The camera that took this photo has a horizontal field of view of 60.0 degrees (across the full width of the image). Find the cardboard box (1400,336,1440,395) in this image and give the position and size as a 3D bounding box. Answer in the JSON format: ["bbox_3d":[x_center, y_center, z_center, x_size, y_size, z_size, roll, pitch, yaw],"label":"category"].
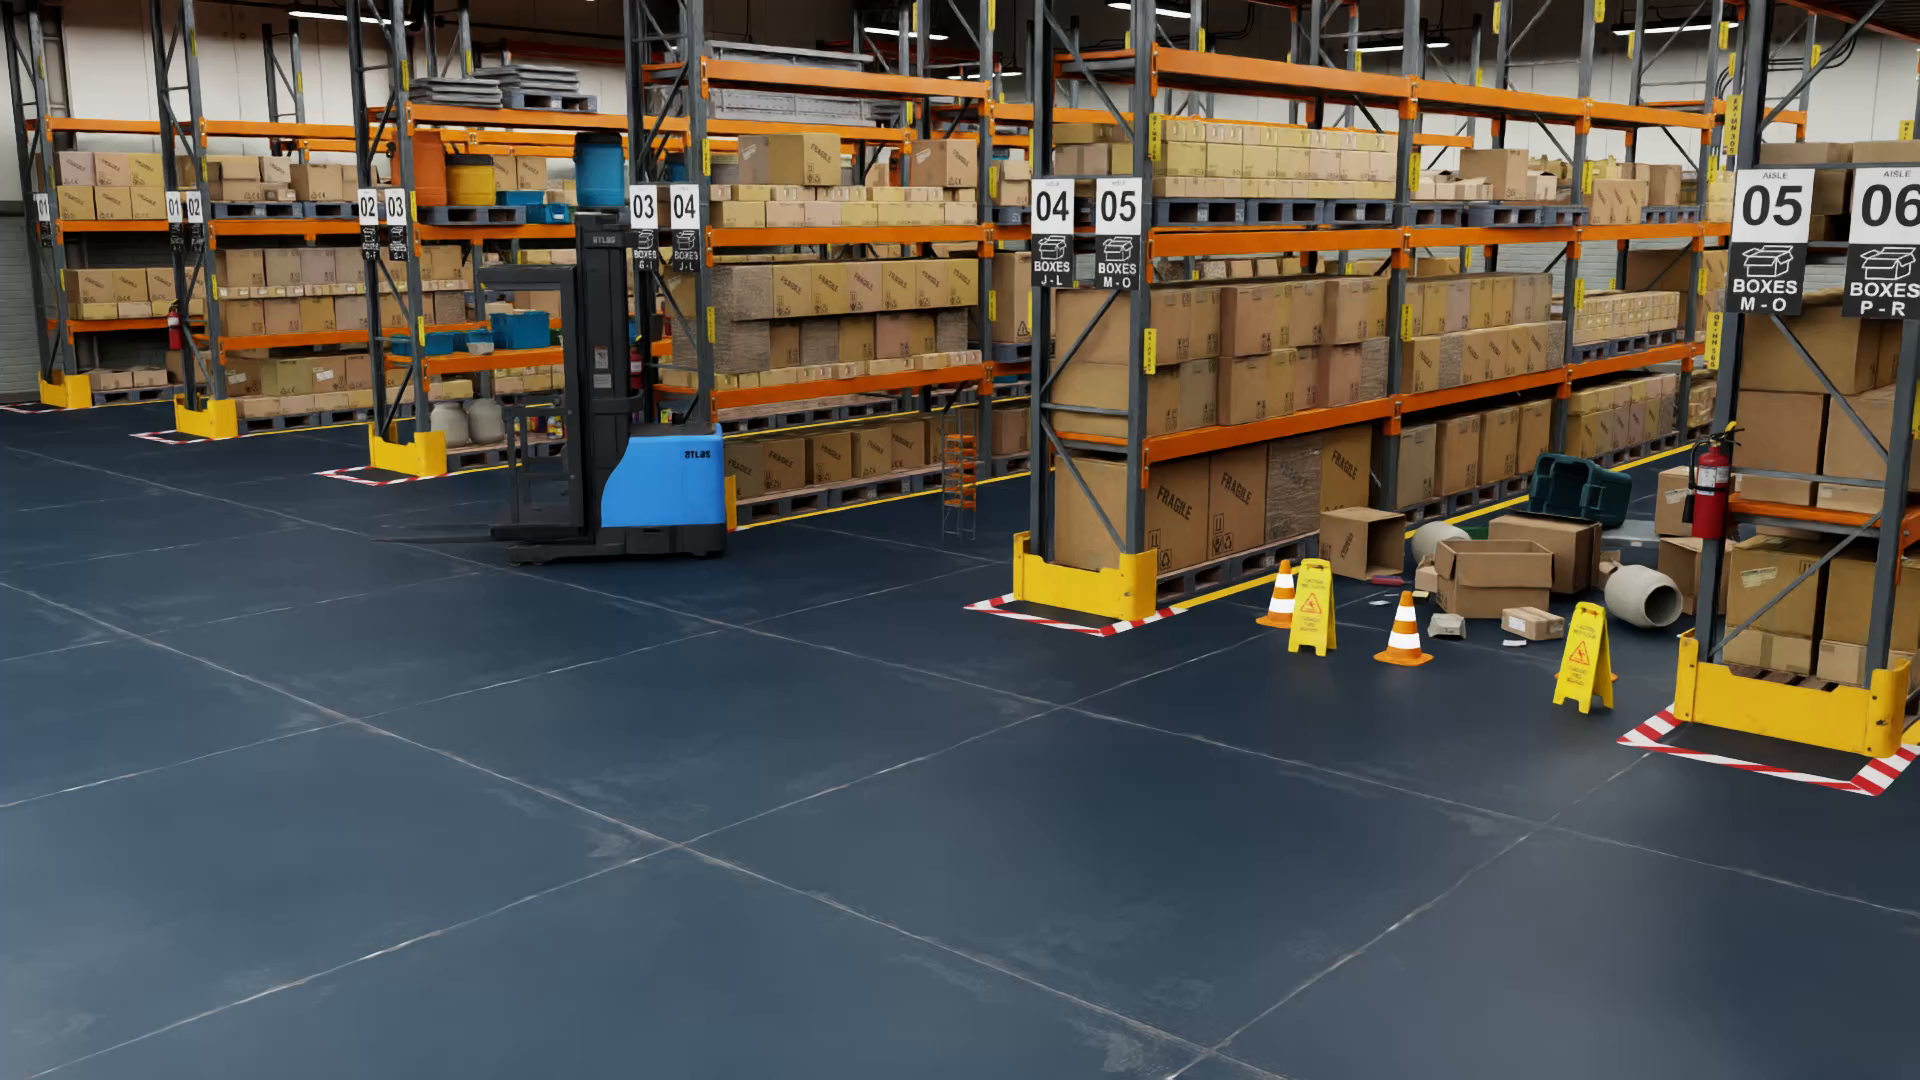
[{"bbox_3d":[4.147,-1.652,15.608,0.500,0.500,0.500,10,15,41],"label":"cardboard box"}]

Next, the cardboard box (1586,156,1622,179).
[{"bbox_3d":[7.192,-4.187,18.685,0.396,0.266,0.258,10,15,40],"label":"cardboard box"}]

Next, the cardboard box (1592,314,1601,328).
[{"bbox_3d":[7.060,-2.503,18.931,0.380,0.149,0.250,9,15,39],"label":"cardboard box"}]

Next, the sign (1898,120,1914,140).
[{"bbox_3d":[6.964,-2.924,12.248,0.100,0.325,0.005,10,15,40],"label":"sign"}]

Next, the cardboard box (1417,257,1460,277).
[{"bbox_3d":[7.736,-4.316,26.912,0.500,0.500,0.500,10,15,41],"label":"cardboard box"}]

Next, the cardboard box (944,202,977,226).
[{"bbox_3d":[-0.166,-3.513,17.905,0.500,0.250,0.500,11,15,42],"label":"cardboard box"}]

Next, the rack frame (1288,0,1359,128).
[{"bbox_3d":[5.220,-6.335,23.995,1.000,3.000,0.127,10,15,40],"label":"rack frame"}]

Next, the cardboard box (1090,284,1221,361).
[{"bbox_3d":[1.525,-1.717,13.050,0.875,0.550,0.550,10,15,40],"label":"cardboard box"}]

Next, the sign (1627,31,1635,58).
[{"bbox_3d":[8.483,-6.249,20.975,0.100,0.325,0.005,10,15,40],"label":"sign"}]

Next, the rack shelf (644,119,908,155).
[{"bbox_3d":[-2.461,-5.544,22.891,1.077,0.370,4.000,10,15,40],"label":"rack shelf"}]

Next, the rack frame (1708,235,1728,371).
[{"bbox_3d":[11.519,-3.326,24.244,1.000,3.000,0.127,10,15,40],"label":"rack frame"}]

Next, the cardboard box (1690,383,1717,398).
[{"bbox_3d":[10.003,-2.006,22.321,0.380,0.149,0.250,10,15,42],"label":"cardboard box"}]

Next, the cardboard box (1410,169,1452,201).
[{"bbox_3d":[4.590,-3.529,16.502,0.500,0.311,0.500,9,14,38],"label":"cardboard box"}]

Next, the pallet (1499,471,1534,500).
[{"bbox_3d":[5.661,-0.675,18.092,1.003,0.211,1.213,10,15,40],"label":"pallet"}]

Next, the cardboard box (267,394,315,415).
[{"bbox_3d":[-9.292,-1.891,23.008,0.500,0.250,0.500,10,15,40],"label":"cardboard box"}]

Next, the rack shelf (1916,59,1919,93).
[{"bbox_3d":[8.703,-3.623,13.270,1.077,0.370,4.000,10,15,40],"label":"rack shelf"}]

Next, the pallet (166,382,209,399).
[{"bbox_3d":[-12.445,-2.487,27.161,1.003,0.211,1.213,10,15,40],"label":"pallet"}]

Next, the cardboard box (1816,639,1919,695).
[{"bbox_3d":[5.483,0.713,9.971,0.500,0.250,0.500,10,15,40],"label":"cardboard box"}]

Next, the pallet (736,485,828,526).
[{"bbox_3d":[-2.088,-0.387,16.648,1.003,0.211,1.213,10,15,40],"label":"pallet"}]

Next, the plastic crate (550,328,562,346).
[{"bbox_3d":[-4.890,-2.590,21.099,0.450,0.188,0.662,10,15,40],"label":"plastic crate"}]

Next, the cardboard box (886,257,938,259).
[{"bbox_3d":[-0.549,-2.868,18.386,0.500,0.500,0.500,10,15,40],"label":"cardboard box"}]

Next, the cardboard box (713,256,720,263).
[{"bbox_3d":[-5.572,-5.540,34.561,0.980,0.700,0.700,10,15,41],"label":"cardboard box"}]

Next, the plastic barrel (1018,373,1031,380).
[{"bbox_3d":[1.127,-3.133,27.563,0.600,0.901,0.708,10,15,40],"label":"plastic barrel"}]

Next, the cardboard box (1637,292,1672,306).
[{"bbox_3d":[8.584,-2.988,20.602,0.380,0.149,0.250,9,15,39],"label":"cardboard box"}]

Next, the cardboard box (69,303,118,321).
[{"bbox_3d":[-13.303,-3.516,25.529,0.500,0.250,0.500,9,15,39],"label":"cardboard box"}]

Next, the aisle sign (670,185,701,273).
[{"bbox_3d":[-2.517,-2.855,15.248,0.394,0.787,0.004,10,15,40],"label":"aisle sign"}]

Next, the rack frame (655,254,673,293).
[{"bbox_3d":[-4.859,-4.086,28.051,1.000,3.000,0.127,10,15,40],"label":"rack frame"}]

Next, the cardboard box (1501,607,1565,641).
[{"bbox_3d":[4.090,0.597,11.880,0.250,0.149,0.380,-4,12,-18],"label":"cardboard box"}]

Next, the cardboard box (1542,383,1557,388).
[{"bbox_3d":[6.818,-1.707,19.534,0.500,0.250,0.500,10,15,41],"label":"cardboard box"}]

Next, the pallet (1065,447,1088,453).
[{"bbox_3d":[1.257,-1.144,20.440,1.003,0.211,1.213,10,15,40],"label":"pallet"}]

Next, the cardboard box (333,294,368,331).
[{"bbox_3d":[-8.803,-3.254,23.626,0.700,0.500,0.500,10,15,42],"label":"cardboard box"}]

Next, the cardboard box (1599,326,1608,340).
[{"bbox_3d":[7.217,-2.391,19.130,0.380,0.149,0.250,11,16,43],"label":"cardboard box"}]

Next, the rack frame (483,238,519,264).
[{"bbox_3d":[-8.583,-4.726,31.255,1.000,3.000,0.127,10,15,40],"label":"rack frame"}]

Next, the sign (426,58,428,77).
[{"bbox_3d":[-7.915,-7.005,24.760,0.100,0.325,0.005,10,15,40],"label":"sign"}]

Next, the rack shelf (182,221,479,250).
[{"bbox_3d":[-8.820,-4.322,23.408,1.077,0.370,4.000,10,15,40],"label":"rack shelf"}]

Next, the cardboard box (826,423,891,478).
[{"bbox_3d":[-1.078,-0.956,17.689,0.500,0.500,0.500,8,14,35],"label":"cardboard box"}]

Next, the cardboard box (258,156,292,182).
[{"bbox_3d":[-11.350,-6.049,27.361,0.500,0.500,0.500,8,14,36],"label":"cardboard box"}]

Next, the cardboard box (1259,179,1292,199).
[{"bbox_3d":[2.425,-2.807,13.300,0.380,0.149,0.250,10,15,41],"label":"cardboard box"}]

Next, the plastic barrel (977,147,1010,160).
[{"bbox_3d":[0.488,-5.686,26.048,0.600,0.901,0.708,10,15,40],"label":"plastic barrel"}]

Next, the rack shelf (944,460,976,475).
[{"bbox_3d":[-0.010,-0.660,15.107,0.258,0.103,0.180,10,15,40],"label":"rack shelf"}]

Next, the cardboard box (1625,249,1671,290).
[{"bbox_3d":[8.986,-3.527,21.682,0.500,0.500,0.500,9,14,38],"label":"cardboard box"}]

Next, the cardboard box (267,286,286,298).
[{"bbox_3d":[-9.382,-3.382,22.614,0.380,0.149,0.250,10,15,41],"label":"cardboard box"}]

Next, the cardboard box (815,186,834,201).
[{"bbox_3d":[-1.462,-3.419,16.414,0.380,0.149,0.250,9,14,38],"label":"cardboard box"}]

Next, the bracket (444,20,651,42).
[{"bbox_3d":[-7.849,-9.748,31.891,0.076,0.066,4.783,10,15,40],"label":"bracket"}]

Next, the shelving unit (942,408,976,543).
[{"bbox_3d":[-0.010,-0.586,15.122,0.258,1.200,0.189,10,15,40],"label":"shelving unit"}]

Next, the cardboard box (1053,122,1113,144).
[{"bbox_3d":[0.925,-3.059,12.527,0.380,0.149,0.250,10,15,41],"label":"cardboard box"}]

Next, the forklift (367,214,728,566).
[{"bbox_3d":[-3.589,-1.330,14.424,3.031,2.935,1.130,-2,11,-9],"label":"forklift"}]

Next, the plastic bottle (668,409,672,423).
[{"bbox_3d":[-3.787,-1.607,21.658,0.097,0.201,0.097,0,11,0],"label":"plastic bottle"}]

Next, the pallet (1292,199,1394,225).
[{"bbox_3d":[3.050,-2.869,14.523,1.003,0.211,1.213,10,15,40],"label":"pallet"}]

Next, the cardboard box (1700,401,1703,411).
[{"bbox_3d":[9.592,-1.793,22.013,0.380,0.149,0.250,10,15,40],"label":"cardboard box"}]

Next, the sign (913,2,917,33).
[{"bbox_3d":[-0.482,-5.765,18.350,0.100,0.325,0.005,10,15,40],"label":"sign"}]

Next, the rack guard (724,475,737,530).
[{"bbox_3d":[-2.651,-0.413,16.044,1.175,0.500,0.348,10,15,40],"label":"rack guard"}]

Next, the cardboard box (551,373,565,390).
[{"bbox_3d":[-6.369,-2.534,26.229,0.500,0.250,0.500,9,15,39],"label":"cardboard box"}]

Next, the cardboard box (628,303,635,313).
[{"bbox_3d":[-5.246,-3.795,27.234,0.380,0.149,0.250,10,15,40],"label":"cardboard box"}]

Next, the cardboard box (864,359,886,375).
[{"bbox_3d":[-0.983,-1.805,17.270,0.380,0.149,0.250,10,15,40],"label":"cardboard box"}]

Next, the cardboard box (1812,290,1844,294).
[{"bbox_3d":[5.949,-1.353,10.796,0.700,0.500,0.500,10,15,40],"label":"cardboard box"}]
